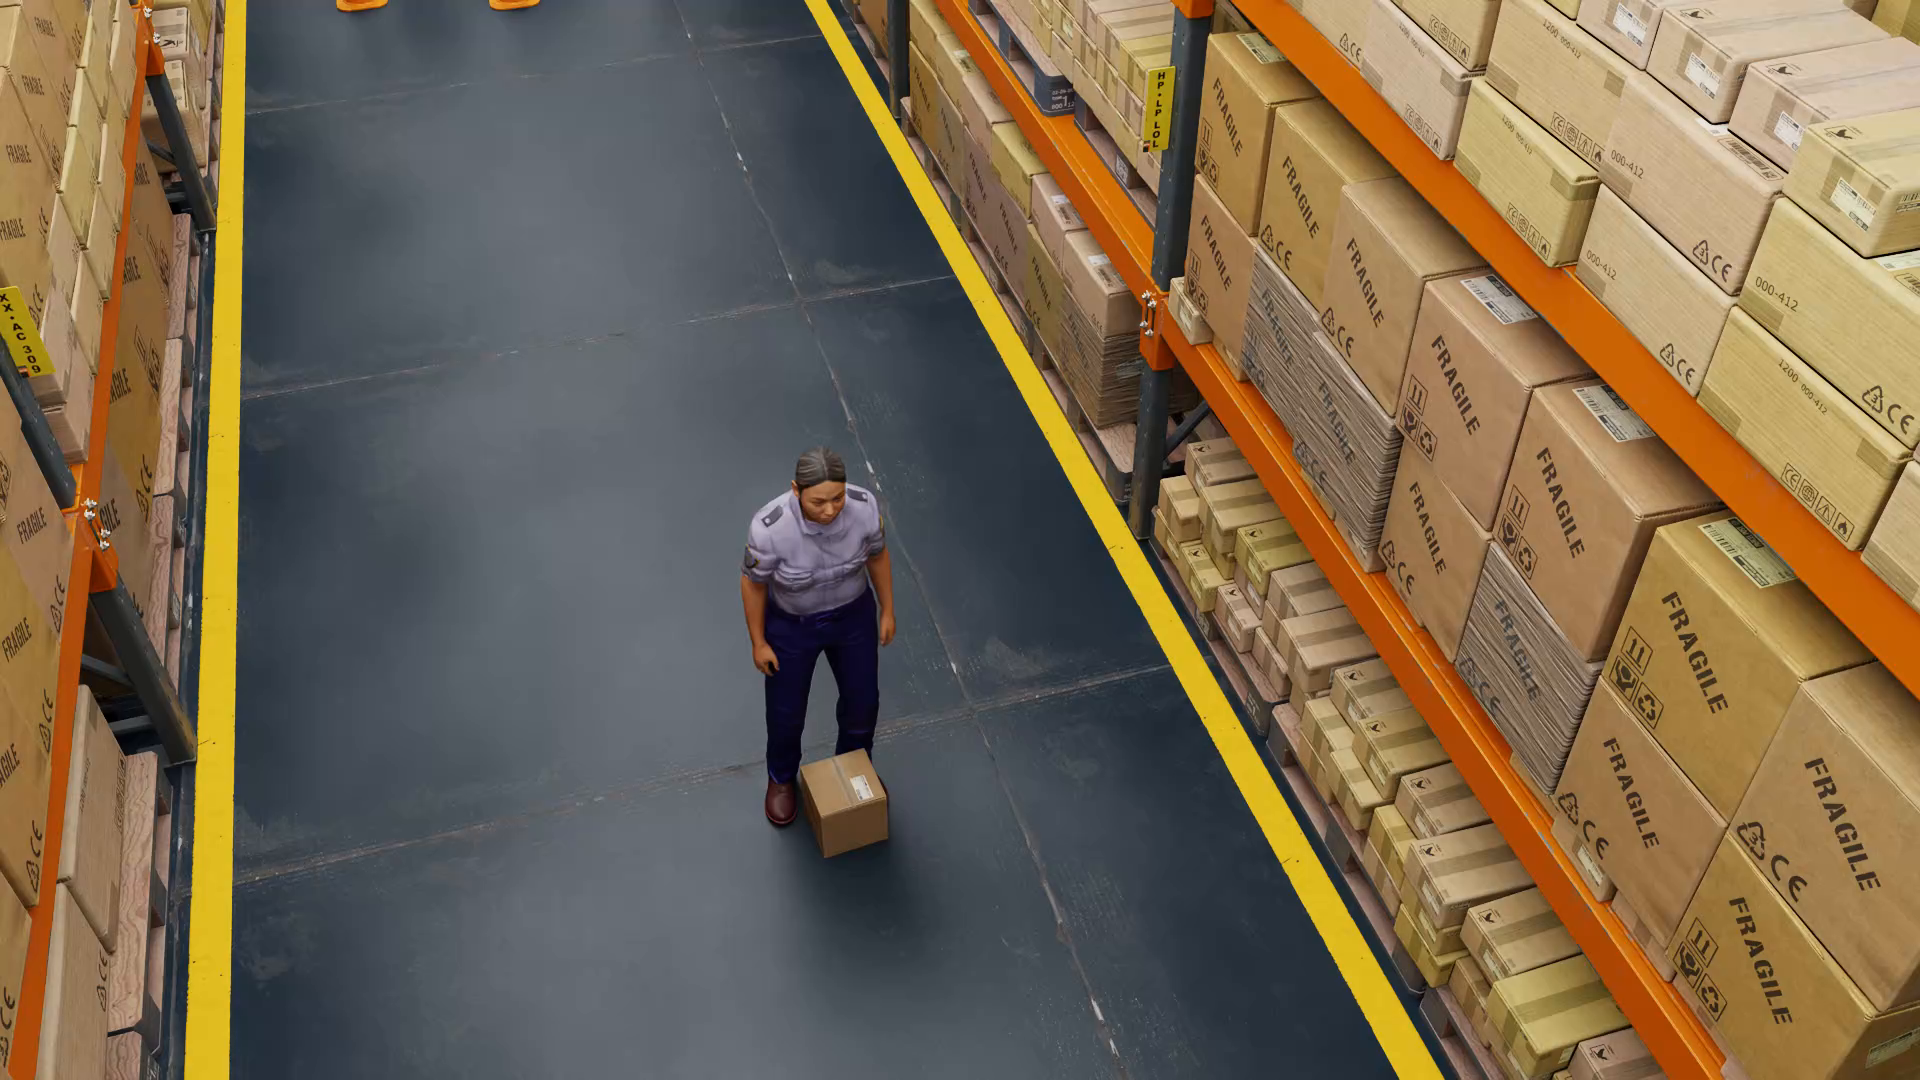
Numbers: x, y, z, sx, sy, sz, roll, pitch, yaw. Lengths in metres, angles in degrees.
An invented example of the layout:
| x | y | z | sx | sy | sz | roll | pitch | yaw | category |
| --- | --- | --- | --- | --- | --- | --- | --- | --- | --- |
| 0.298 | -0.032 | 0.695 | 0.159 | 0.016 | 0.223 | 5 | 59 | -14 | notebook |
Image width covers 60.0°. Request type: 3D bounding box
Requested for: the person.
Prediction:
| x | y | z | sx | sy | sz | roll | pitch | yaw | category |
| --- | --- | --- | --- | --- | --- | --- | --- | --- | --- |
| -0.489 | 0.319 | 5.818 | 0.562 | 1.653 | 0.418 | -14 | 44 | -15 | person |
